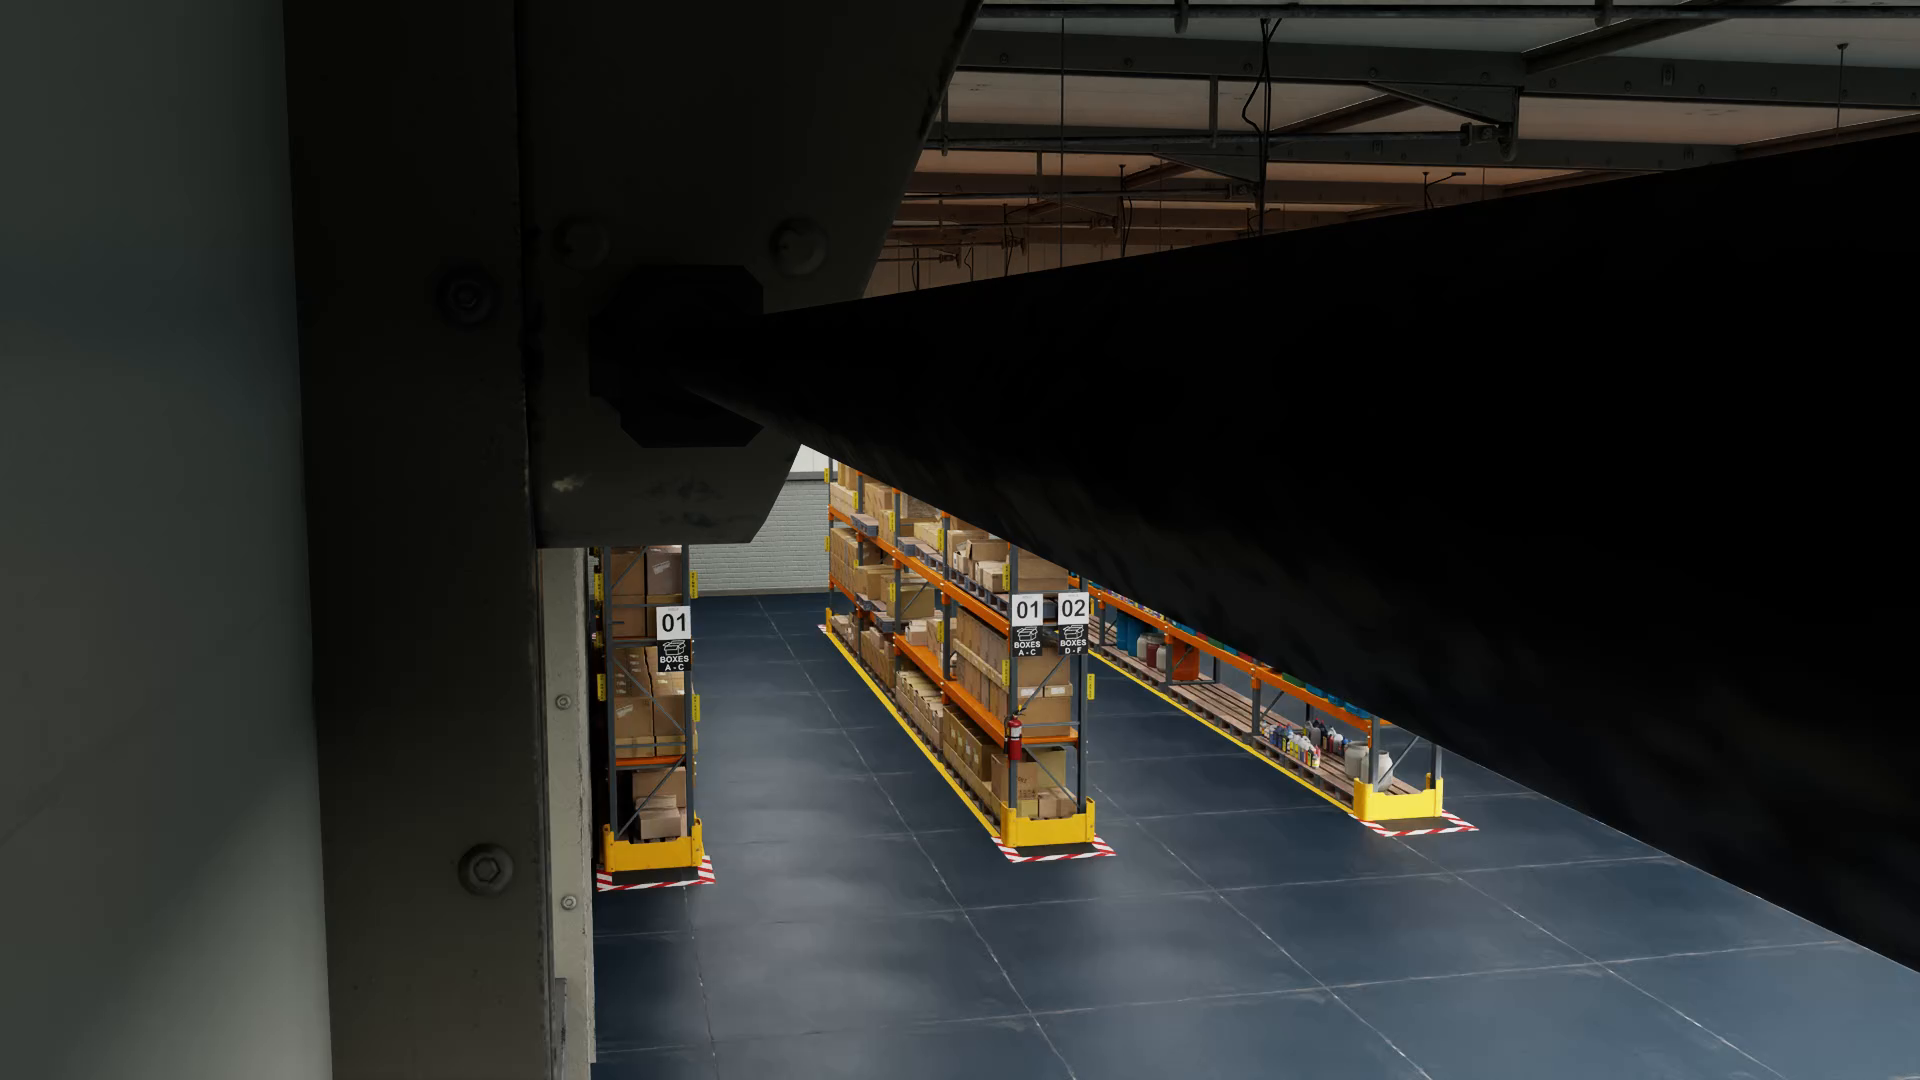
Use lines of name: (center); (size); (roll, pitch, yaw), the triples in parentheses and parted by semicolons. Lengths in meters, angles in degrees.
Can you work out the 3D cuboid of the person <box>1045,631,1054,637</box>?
person: (1.446, 1.924, 30.346); (0.612, 1.660, 0.554); (-2, 7, -13)
